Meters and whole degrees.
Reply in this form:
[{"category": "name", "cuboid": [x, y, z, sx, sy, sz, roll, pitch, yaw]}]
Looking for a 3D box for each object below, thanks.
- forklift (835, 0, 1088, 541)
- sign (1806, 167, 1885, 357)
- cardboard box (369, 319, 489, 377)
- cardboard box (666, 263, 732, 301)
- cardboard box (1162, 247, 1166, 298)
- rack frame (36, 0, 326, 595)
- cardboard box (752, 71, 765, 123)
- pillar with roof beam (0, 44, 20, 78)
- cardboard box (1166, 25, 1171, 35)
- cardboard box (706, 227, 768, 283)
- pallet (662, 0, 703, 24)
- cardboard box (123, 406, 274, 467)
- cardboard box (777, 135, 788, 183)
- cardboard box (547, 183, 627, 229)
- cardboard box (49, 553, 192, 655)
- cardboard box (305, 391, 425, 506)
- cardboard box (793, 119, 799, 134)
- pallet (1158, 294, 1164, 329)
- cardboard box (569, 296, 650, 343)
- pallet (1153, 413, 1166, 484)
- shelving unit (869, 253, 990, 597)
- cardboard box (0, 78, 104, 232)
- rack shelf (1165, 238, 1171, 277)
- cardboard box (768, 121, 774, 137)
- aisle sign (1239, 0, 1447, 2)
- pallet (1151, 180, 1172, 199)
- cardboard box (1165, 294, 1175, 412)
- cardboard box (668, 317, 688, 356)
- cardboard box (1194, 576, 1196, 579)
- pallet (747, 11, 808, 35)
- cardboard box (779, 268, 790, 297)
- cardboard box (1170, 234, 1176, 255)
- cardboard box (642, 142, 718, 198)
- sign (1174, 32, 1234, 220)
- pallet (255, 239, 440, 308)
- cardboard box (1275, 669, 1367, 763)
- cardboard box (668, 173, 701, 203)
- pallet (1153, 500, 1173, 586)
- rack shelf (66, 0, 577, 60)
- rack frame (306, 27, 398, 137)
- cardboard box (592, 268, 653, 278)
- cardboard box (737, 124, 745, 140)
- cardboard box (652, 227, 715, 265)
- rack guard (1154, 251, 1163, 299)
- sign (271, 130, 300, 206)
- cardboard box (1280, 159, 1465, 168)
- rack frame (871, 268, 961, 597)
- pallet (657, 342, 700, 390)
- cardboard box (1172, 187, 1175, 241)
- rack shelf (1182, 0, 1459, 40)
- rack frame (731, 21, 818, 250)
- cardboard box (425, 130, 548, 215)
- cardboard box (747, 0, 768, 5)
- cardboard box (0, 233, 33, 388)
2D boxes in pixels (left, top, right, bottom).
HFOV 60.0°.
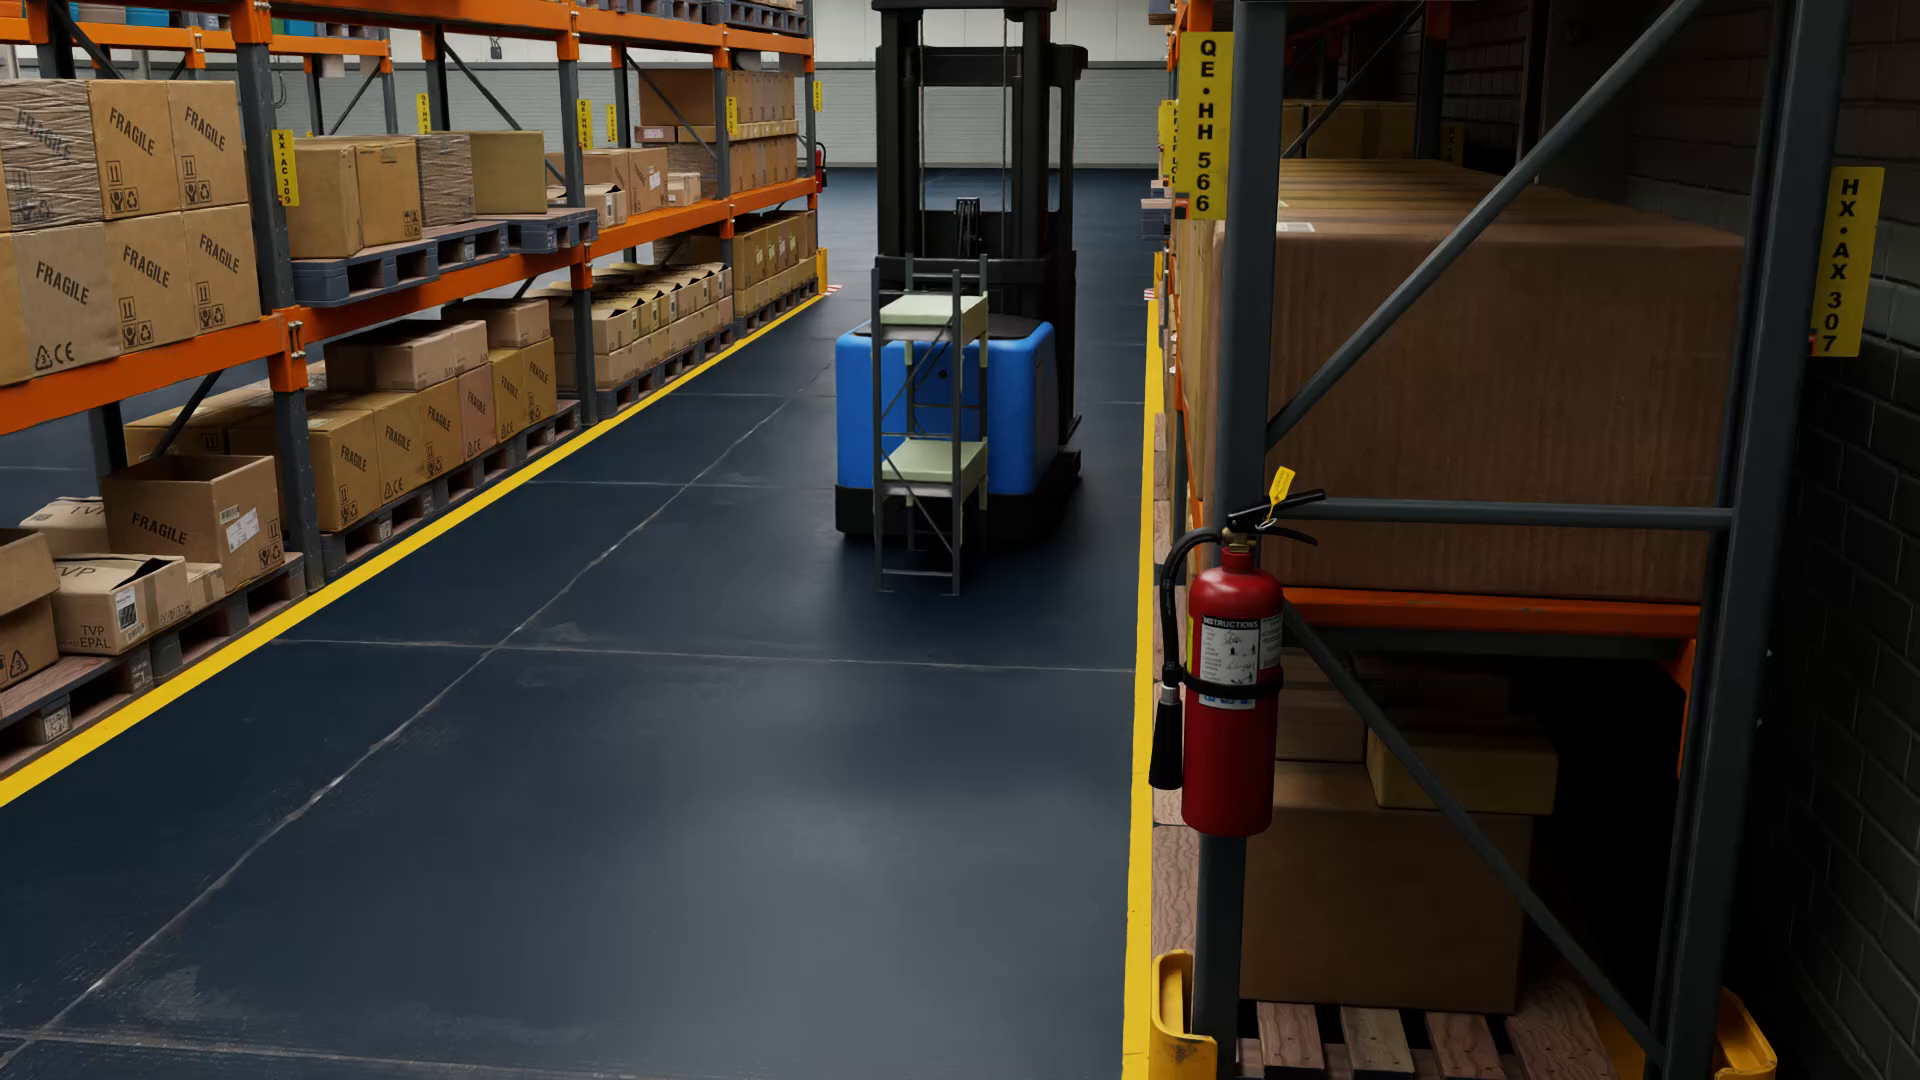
[{"category": "forklift", "cuboid": [0.126, -1.748, 9.512, 1.130, 2.935, 3.031, 3, 15, 10]}, {"category": "sign", "cuboid": [1.526, -0.480, 2.881, 0.100, 0.325, 0.005, 2, 15, 6]}, {"category": "cardboard box", "cuboid": [-3.030, -1.100, 9.492, 0.500, 0.250, 0.500, 1, 15, 5]}, {"category": "cardboard box", "cuboid": [-2.354, -2.332, 14.928, 0.500, 0.311, 0.500, 2, 15, 6]}, {"category": "cardboard box", "cuboid": [2.416, -2.684, 16.788, 0.700, 0.500, 0.500, 1, 15, 3]}, {"category": "rack frame", "cuboid": [-3.496, -1.224, 7.444, 1.000, 3.000, 0.127, 2, 15, 6]}, {"category": "cardboard box", "cuboid": [-2.380, -4.480, 16.805, 0.700, 0.500, 0.500, 2, 15, 6]}, {"category": "pillar with roof beam", "cuboid": [-20.752, -13.906, 42.851, 9.100, 9.000, 0.400, 2, 15, 6]}, {"category": "cardboard box", "cuboid": [2.344, -5.345, 16.707, 0.500, 0.500, 0.500, 2, 15, 9]}, {"category": "cardboard box", "cuboid": [-2.181, -2.778, 16.214, 0.500, 0.500, 0.500, 2, 15, 6]}, {"category": "pallet", "cuboid": [-2.680, -4.426, 13.903, 0.805, 0.209, 1.217, 1, 15, 4]}, {"category": "cardboard box", "cuboid": [-3.725, -0.367, 8.217, 0.500, 0.500, 0.500, 2, 15, 6]}, {"category": "cardboard box", "cuboid": [-2.262, -4.128, 17.990, 0.700, 0.500, 0.500, 2, 15, 8]}, {"category": "cardboard box", "cuboid": [-2.751, -2.445, 12.129, 0.500, 0.311, 0.500, 2, 15, 6]}, {"category": "cardboard box", "cuboid": [-3.363, 0.212, 6.440, 0.500, 0.311, 0.500, 2, 15, 6]}, {"category": "cardboard box", "cuboid": [-3.150, -0.487, 8.663, 0.500, 0.500, 0.500, 2, 15, 7]}, {"category": "cardboard box", "cuboid": [-1.996, -4.593, 18.469, 0.380, 0.149, 0.250, 1, 15, 5]}, {"category": "pallet", "cuboid": [2.505, -2.301, 16.766, 1.003, 0.211, 1.213, 2, 15, 6]}, {"category": "cardboard box", "cuboid": [-2.643, -1.672, 12.486, 0.500, 0.311, 0.500, 1, 15, 5]}, {"category": "pallet", "cuboid": [1.714, -0.569, 10.360, 1.003, 0.211, 1.213, 2, 15, 6]}, {"category": "shelving unit", "cuboid": [-0.131, -0.565, 7.877, 0.431, 1.500, 0.755, 3, 15, 10]}, {"category": "cardboard box", "cuboid": [-3.408, -1.353, 5.812, 0.500, 0.500, 0.500, 2, 15, 7]}, {"category": "rack shelf", "cuboid": [2.104, -2.288, 12.757, 1.077, 0.370, 4.000, 2, 15, 6]}, {"category": "cardboard box", "cuboid": [-2.140, -4.258, 17.227, 0.380, 0.149, 0.250, 2, 15, 8]}, {"category": "aisle sign", "cuboid": [0.669, -1.287, 2.695, 0.394, 0.787, 0.004, 2, 15, 6]}, {"category": "pallet", "cuboid": [2.098, -2.868, 13.889, 1.003, 0.211, 1.213, 2, 15, 6]}, {"category": "cardboard box", "cuboid": [1.665, -1.095, 10.279, 0.750, 0.750, 0.750, 1, 15, 6]}, {"category": "cardboard box", "cuboid": [-2.527, -1.663, 13.528, 0.500, 0.250, 0.500, 2, 15, 7]}, {"category": "cardboard box", "cuboid": [1.120, 0.379, 5.499, 0.700, 0.500, 0.500, 2, 15, 8]}, {"category": "pallet", "cuboid": [-2.247, -5.559, 17.898, 1.003, 0.211, 1.213, 2, 15, 6]}, {"category": "cardboard box", "cuboid": [-2.066, -2.675, 17.271, 0.500, 0.250, 0.500, 2, 15, 6]}, {"category": "cardboard box", "cuboid": [1.459, -1.795, 9.997, 0.380, 0.149, 0.250, 2, 15, 8]}, {"category": "cardboard box", "cuboid": [-2.549, -3.463, 15.530, 0.700, 0.500, 0.500, 1, 15, 5]}, {"category": "sign", "cuboid": [0.438, -0.735, 2.961, 0.100, 0.325, 0.005, 2, 15, 6]}, {"category": "pallet", "cuboid": [-3.297, -1.336, 8.223, 1.003, 0.211, 1.213, 2, 15, 6]}, {"category": "cardboard box", "cuboid": [0.788, 0.426, 4.083, 0.380, 0.149, 0.250, 2, 15, 6]}, {"category": "cardboard box", "cuboid": [-2.605, -3.098, 14.660, 0.500, 0.250, 0.500, 3, 15, 10]}, {"category": "pallet", "cuboid": [1.439, 0.064, 8.020, 1.003, 0.211, 1.213, 2, 15, 6]}, {"category": "rack shelf", "cuboid": [-3.270, -2.844, 9.064, 1.077, 0.370, 4.000, 2, 15, 6]}, {"category": "rack frame", "cuboid": [-7.063, -4.484, 19.497, 1.000, 3.000, 0.127, 2, 15, 6]}, {"category": "cardboard box", "cuboid": [-2.949, -2.216, 14.499, 0.500, 0.311, 0.500, 2, 15, 6]}, {"category": "cardboard box", "cuboid": [-2.287, -3.925, 15.996, 0.380, 0.149, 0.250, 2, 15, 6]}, {"category": "cardboard box", "cuboid": [-2.690, -2.793, 16.270, 0.500, 0.500, 0.500, 2, 15, 6]}, {"category": "rack guard", "cuboid": [2.772, -2.965, 18.671, 1.175, 0.500, 0.348, 2, 15, 6]}, {"category": "sign", "cuboid": [-2.956, -1.628, 7.279, 0.100, 0.325, 0.005, 2, 15, 6]}, {"category": "cardboard box", "cuboid": [1.349, -1.084, 6.350, 0.980, 0.700, 0.700, 2, 15, 7]}, {"category": "rack frame", "cuboid": [-0.196, -0.471, 7.529, 0.400, 1.500, 0.023, 3, 15, 10]}, {"category": "pallet", "cuboid": [-2.773, -1.444, 13.597, 1.003, 0.211, 1.213, 2, 15, 6]}, {"category": "cardboard box", "cuboid": [1.443, -1.936, 9.275, 0.500, 0.500, 0.500, 2, 15, 6]}, {"category": "rack shelf", "cuboid": [1.201, -1.661, 4.692, 1.077, 0.370, 4.000, 2, 15, 6]}, {"category": "rack frame", "cuboid": [-2.142, -4.337, 18.954, 1.000, 3.000, 0.127, 2, 15, 6]}, {"category": "cardboard box", "cuboid": [-3.004, -2.346, 10.596, 0.700, 0.500, 0.500, -3, 16, -13]}, {"category": "cardboard box", "cuboid": [-2.282, -5.491, 16.205, 0.797, 0.503, 0.637, 3, 16, 12]}, {"category": "cardboard box", "cuboid": [-3.465, -0.736, 5.447, 0.500, 0.500, 0.500, 2, 15, 7]}]
